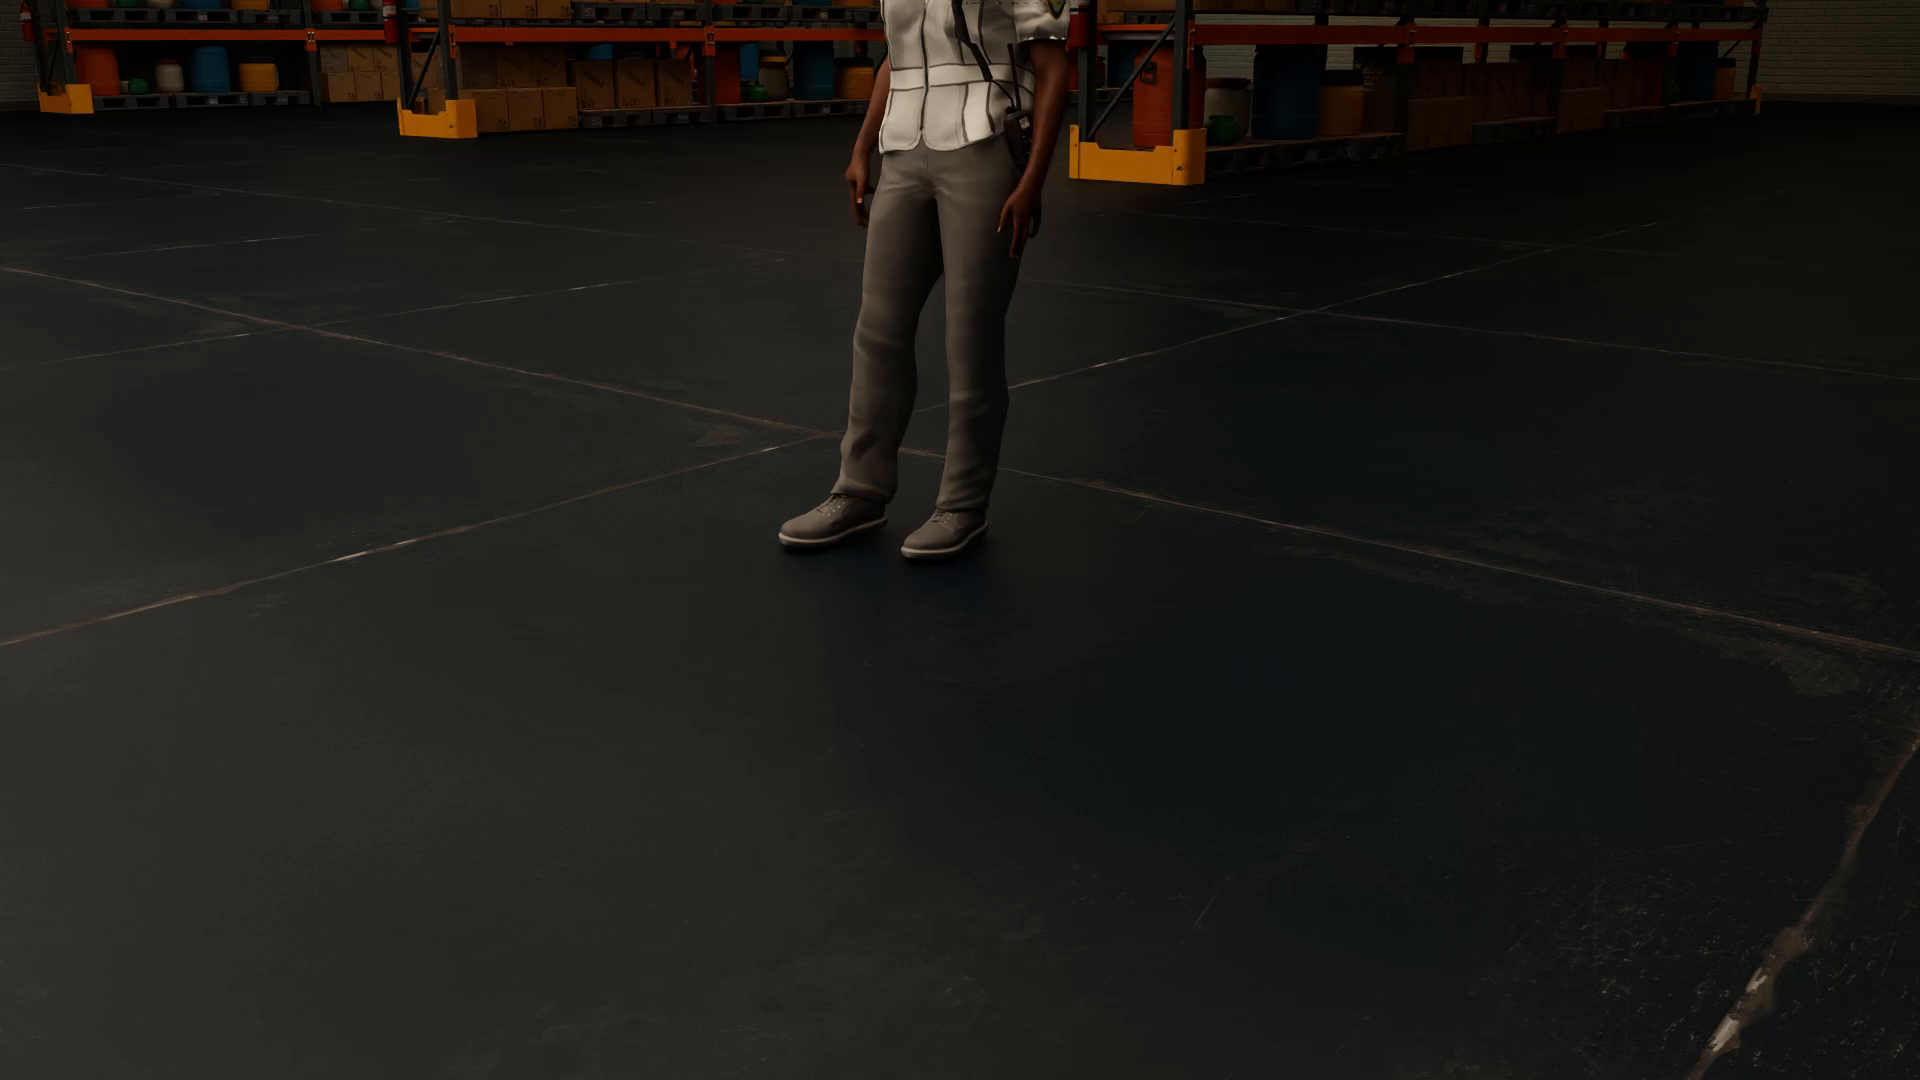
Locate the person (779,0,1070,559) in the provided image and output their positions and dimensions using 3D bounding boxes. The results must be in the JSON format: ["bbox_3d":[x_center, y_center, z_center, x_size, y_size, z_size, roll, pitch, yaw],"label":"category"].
[{"bbox_3d":[-0.063,-0.804,3.650,0.570,1.694,0.528,13,21,37],"label":"person"}]
